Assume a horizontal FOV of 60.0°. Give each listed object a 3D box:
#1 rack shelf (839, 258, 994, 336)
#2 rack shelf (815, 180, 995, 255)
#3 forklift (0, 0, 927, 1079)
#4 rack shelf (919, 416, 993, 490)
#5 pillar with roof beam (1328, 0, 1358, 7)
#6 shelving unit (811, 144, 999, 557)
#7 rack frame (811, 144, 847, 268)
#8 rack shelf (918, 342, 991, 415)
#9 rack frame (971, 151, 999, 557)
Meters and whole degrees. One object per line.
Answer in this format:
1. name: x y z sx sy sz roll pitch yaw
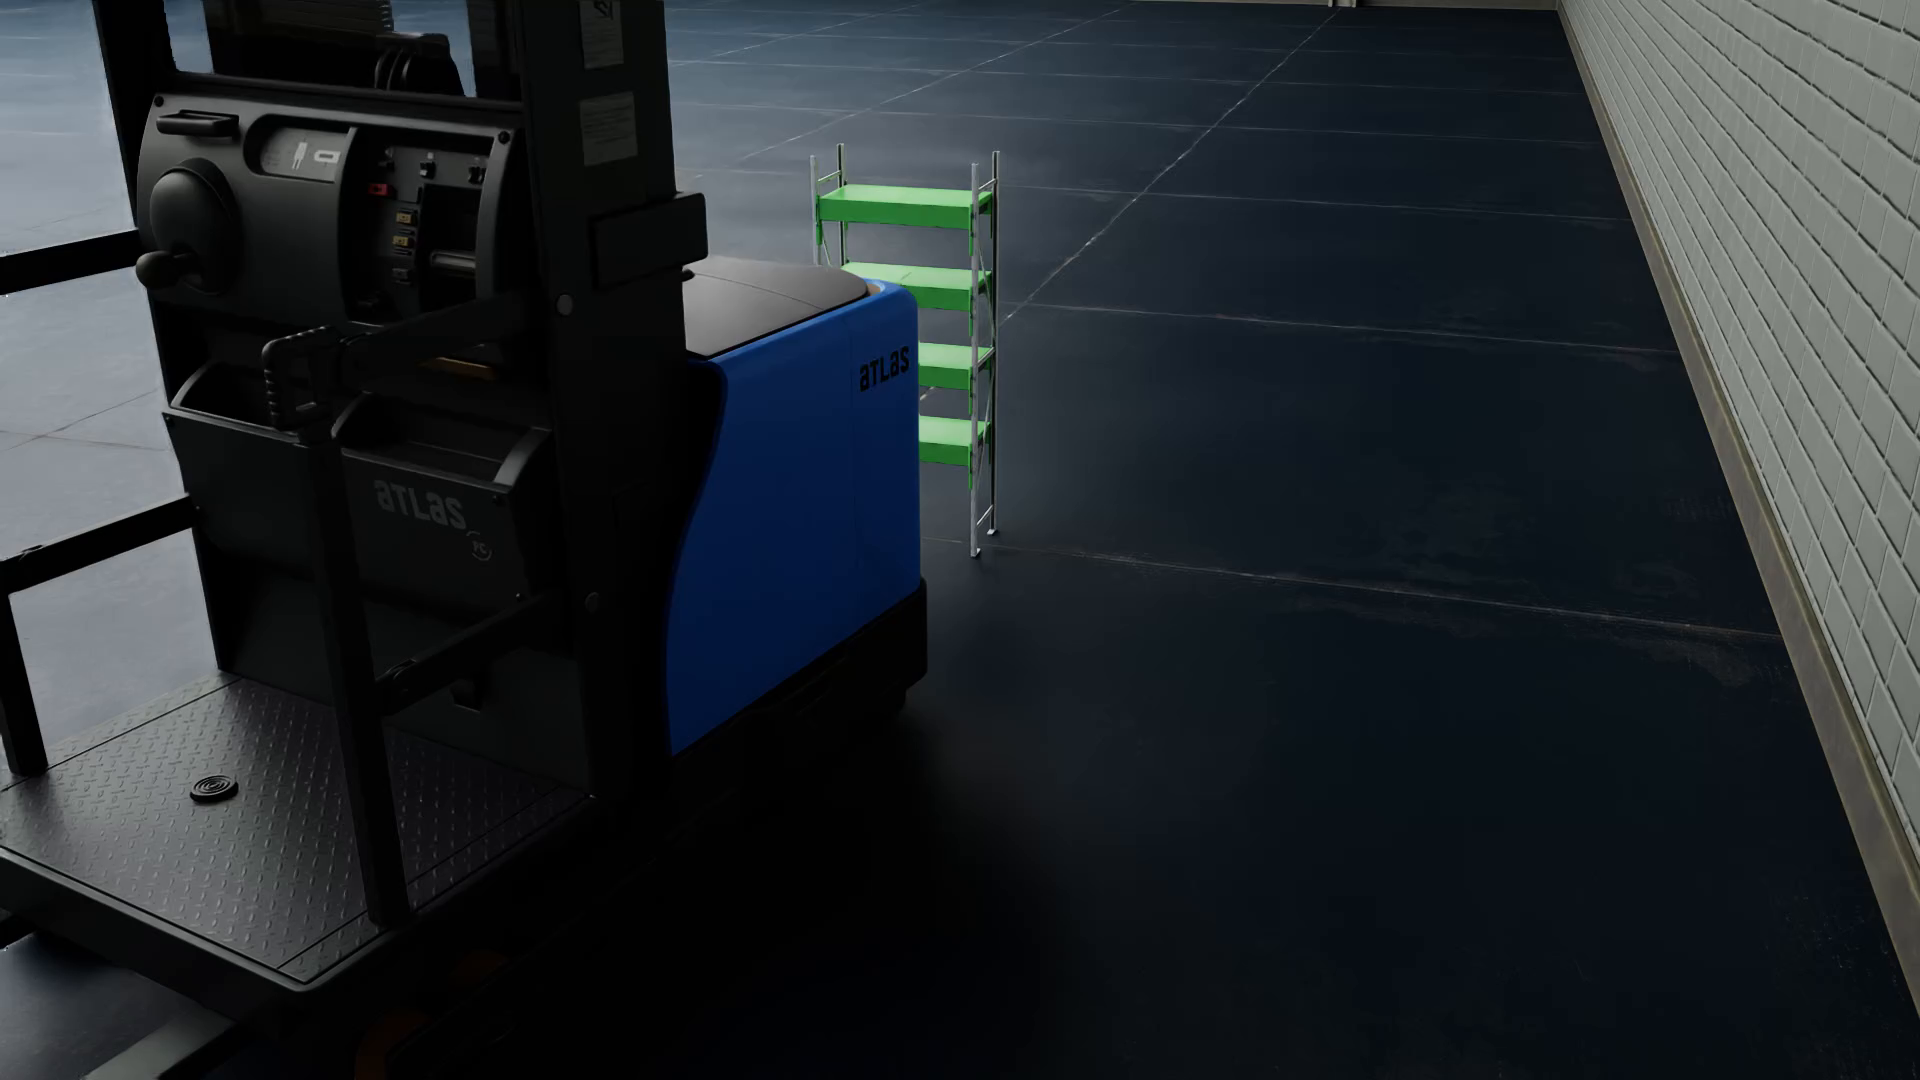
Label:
1. rack shelf: -0.158 -0.736 5.020 0.480 0.148 0.258 7 23 16
2. rack shelf: -0.158 -0.958 4.929 0.480 0.148 0.258 7 23 16
3. forklift: -1.253 -0.573 2.805 1.130 2.935 3.031 12 25 27
4. rack shelf: -0.158 -0.292 5.202 0.480 0.148 0.258 7 23 16
5. pillar with roof beam: 4.353 -10.403 18.773 0.400 9.000 9.100 7 23 16
6. shelving unit: -0.158 -0.573 5.087 0.503 1.200 0.258 7 23 16
7. rack frame: -0.392 -0.600 5.152 0.015 1.200 0.240 7 23 16
8. rack shelf: -0.158 -0.514 5.111 0.480 0.148 0.258 7 23 16
9. rack frame: 0.075 -0.547 5.021 0.015 1.200 0.240 7 23 16
